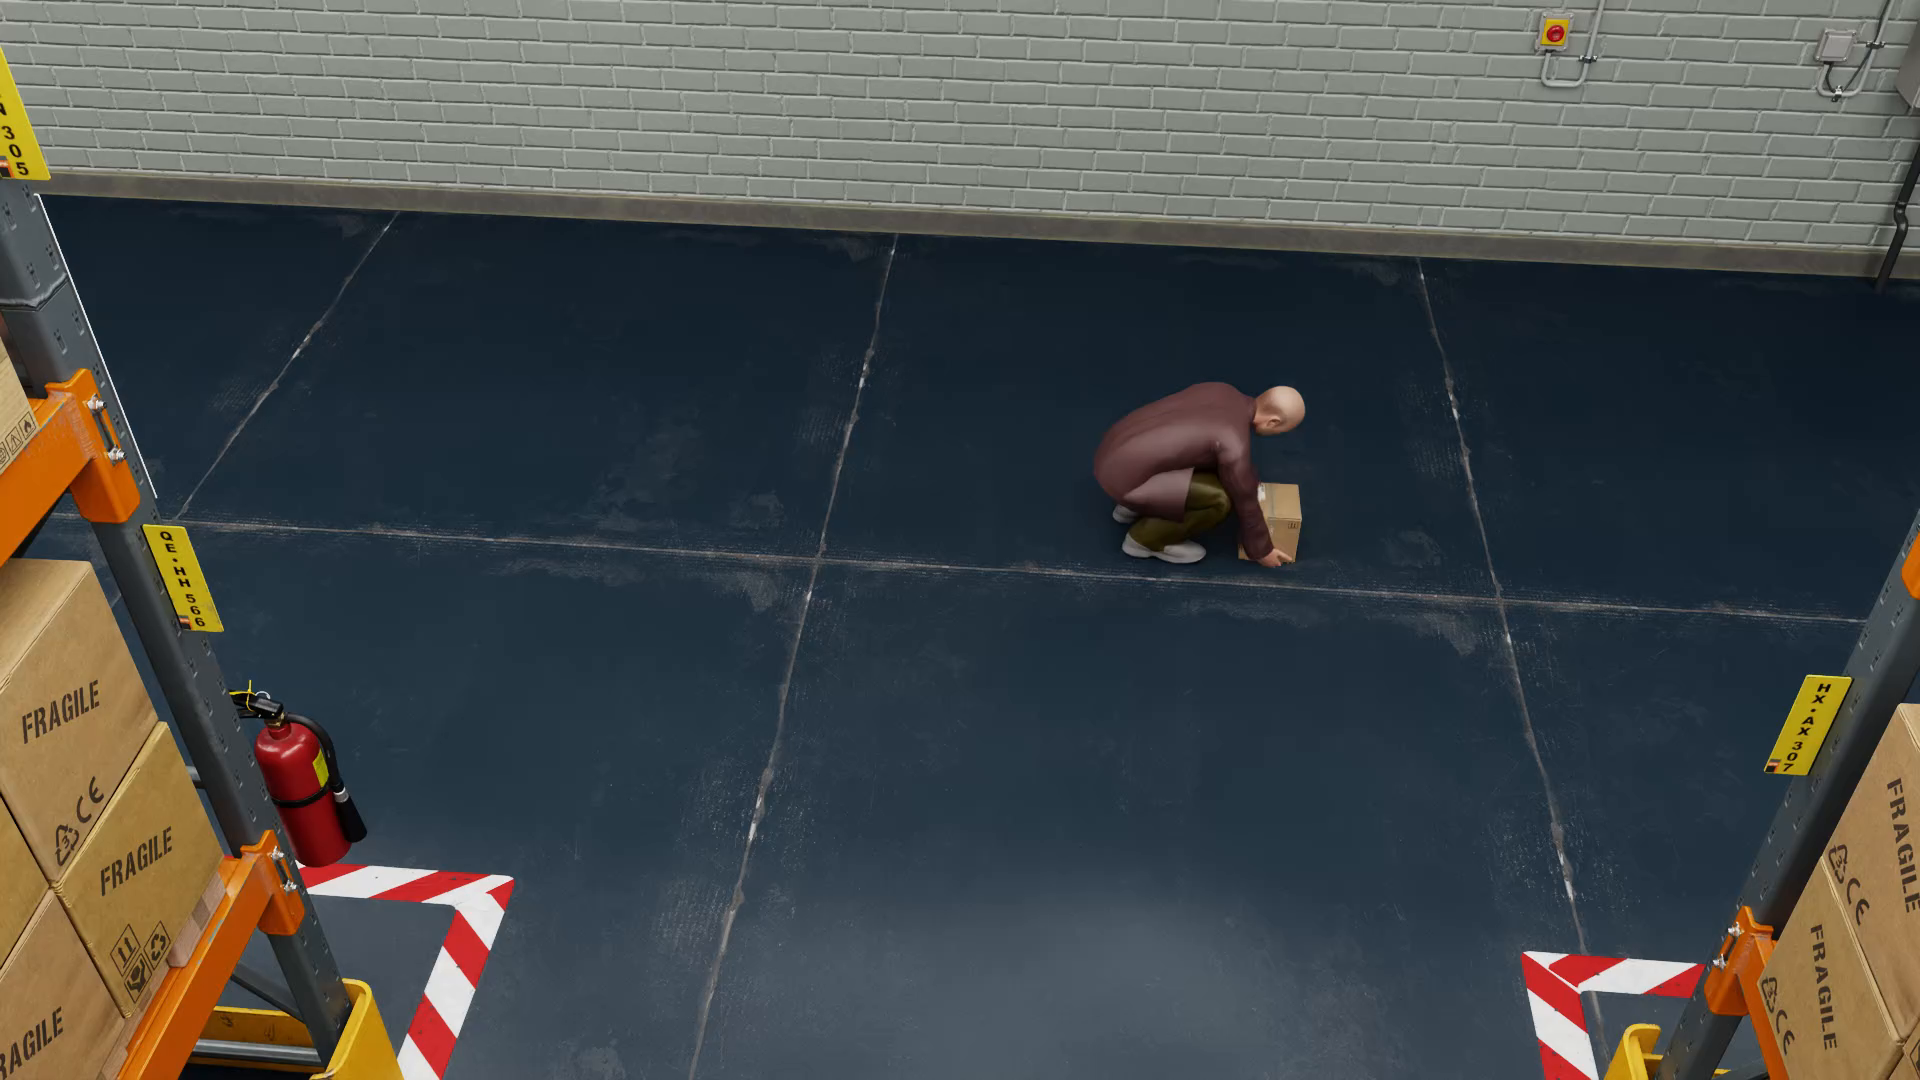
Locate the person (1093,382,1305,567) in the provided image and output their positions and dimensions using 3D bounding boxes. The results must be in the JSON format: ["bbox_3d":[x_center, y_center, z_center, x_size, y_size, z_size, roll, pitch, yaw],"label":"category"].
[{"bbox_3d":[1.039,-0.279,7.344,0.911,0.870,0.581,3,40,4],"label":"person"}]
